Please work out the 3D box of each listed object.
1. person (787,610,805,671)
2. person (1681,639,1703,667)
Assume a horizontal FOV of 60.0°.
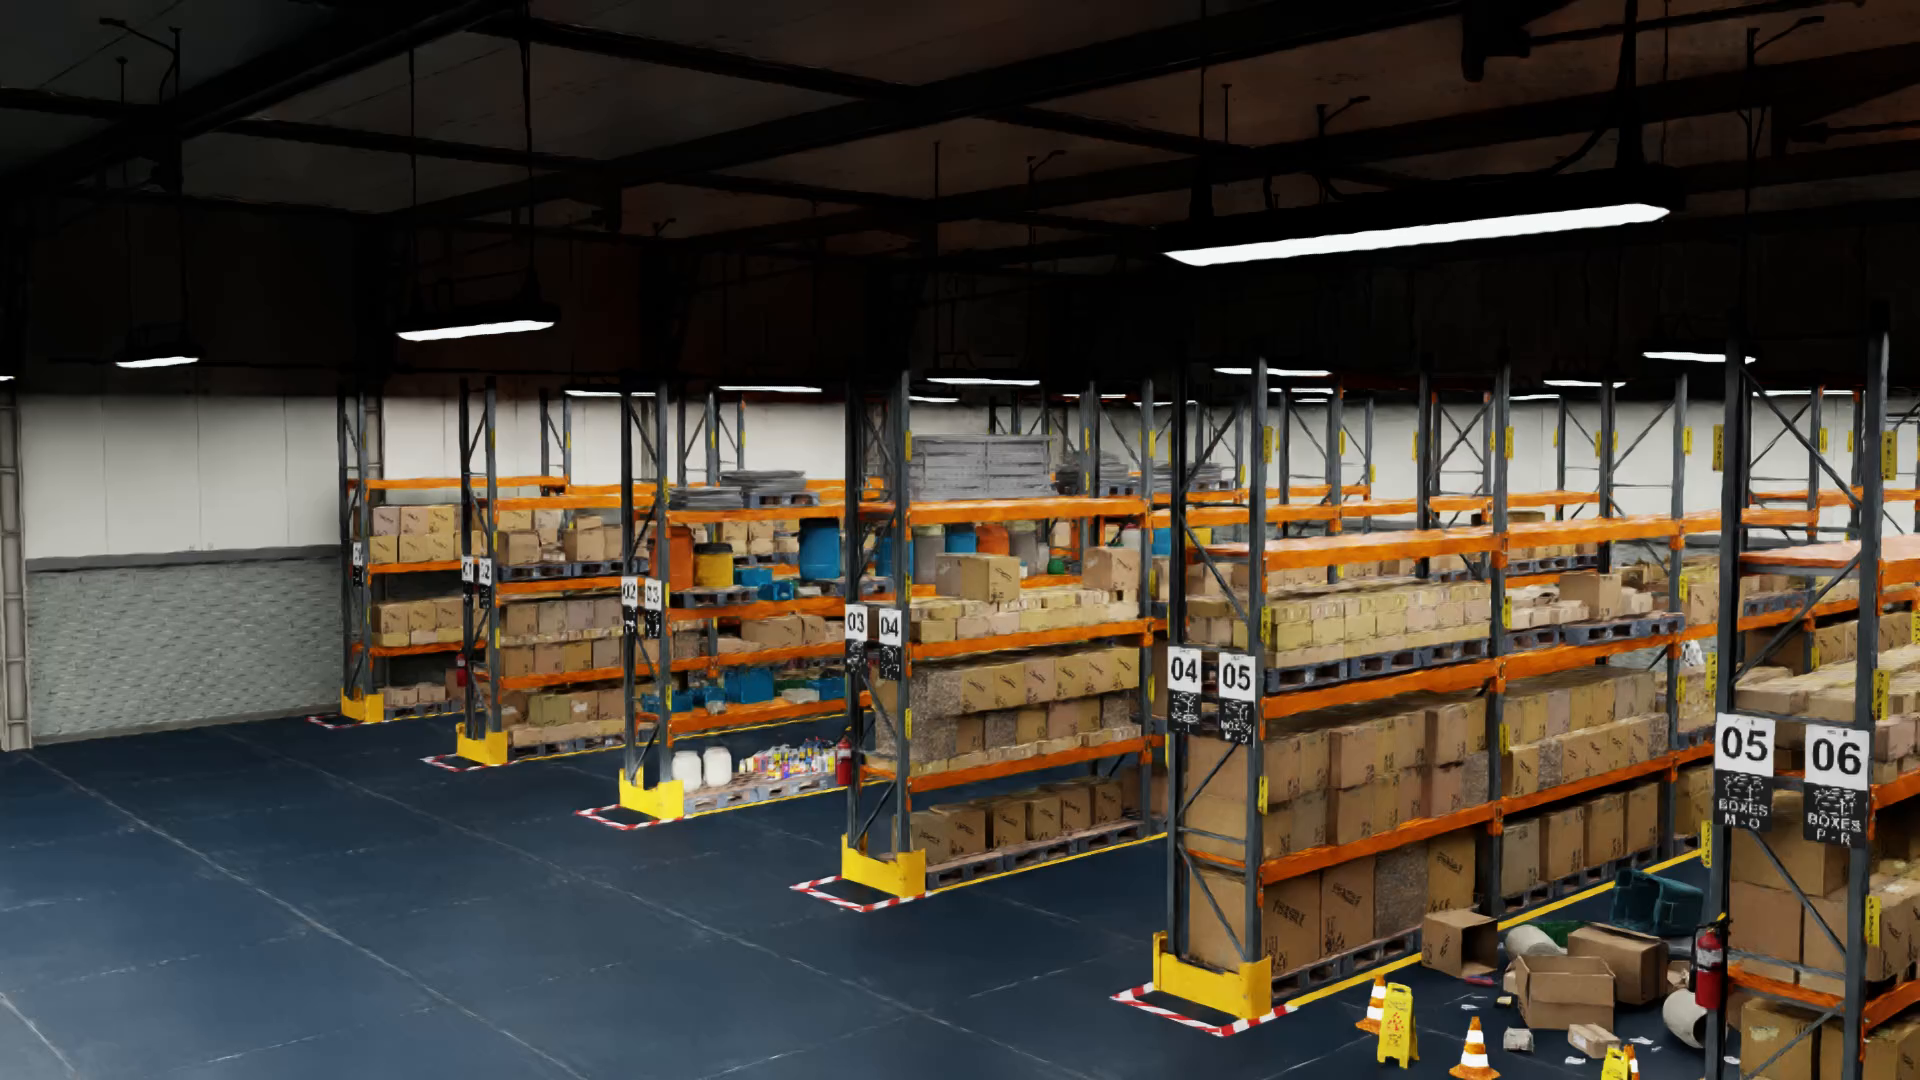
[{"bbox_3d":[-3.224,2.156,33.137,0.445,1.644,0.495,1,4,20],"label":"person"},{"bbox_3d":[13.148,2.365,29.832,0.467,1.674,0.579,1,4,15],"label":"person"}]
